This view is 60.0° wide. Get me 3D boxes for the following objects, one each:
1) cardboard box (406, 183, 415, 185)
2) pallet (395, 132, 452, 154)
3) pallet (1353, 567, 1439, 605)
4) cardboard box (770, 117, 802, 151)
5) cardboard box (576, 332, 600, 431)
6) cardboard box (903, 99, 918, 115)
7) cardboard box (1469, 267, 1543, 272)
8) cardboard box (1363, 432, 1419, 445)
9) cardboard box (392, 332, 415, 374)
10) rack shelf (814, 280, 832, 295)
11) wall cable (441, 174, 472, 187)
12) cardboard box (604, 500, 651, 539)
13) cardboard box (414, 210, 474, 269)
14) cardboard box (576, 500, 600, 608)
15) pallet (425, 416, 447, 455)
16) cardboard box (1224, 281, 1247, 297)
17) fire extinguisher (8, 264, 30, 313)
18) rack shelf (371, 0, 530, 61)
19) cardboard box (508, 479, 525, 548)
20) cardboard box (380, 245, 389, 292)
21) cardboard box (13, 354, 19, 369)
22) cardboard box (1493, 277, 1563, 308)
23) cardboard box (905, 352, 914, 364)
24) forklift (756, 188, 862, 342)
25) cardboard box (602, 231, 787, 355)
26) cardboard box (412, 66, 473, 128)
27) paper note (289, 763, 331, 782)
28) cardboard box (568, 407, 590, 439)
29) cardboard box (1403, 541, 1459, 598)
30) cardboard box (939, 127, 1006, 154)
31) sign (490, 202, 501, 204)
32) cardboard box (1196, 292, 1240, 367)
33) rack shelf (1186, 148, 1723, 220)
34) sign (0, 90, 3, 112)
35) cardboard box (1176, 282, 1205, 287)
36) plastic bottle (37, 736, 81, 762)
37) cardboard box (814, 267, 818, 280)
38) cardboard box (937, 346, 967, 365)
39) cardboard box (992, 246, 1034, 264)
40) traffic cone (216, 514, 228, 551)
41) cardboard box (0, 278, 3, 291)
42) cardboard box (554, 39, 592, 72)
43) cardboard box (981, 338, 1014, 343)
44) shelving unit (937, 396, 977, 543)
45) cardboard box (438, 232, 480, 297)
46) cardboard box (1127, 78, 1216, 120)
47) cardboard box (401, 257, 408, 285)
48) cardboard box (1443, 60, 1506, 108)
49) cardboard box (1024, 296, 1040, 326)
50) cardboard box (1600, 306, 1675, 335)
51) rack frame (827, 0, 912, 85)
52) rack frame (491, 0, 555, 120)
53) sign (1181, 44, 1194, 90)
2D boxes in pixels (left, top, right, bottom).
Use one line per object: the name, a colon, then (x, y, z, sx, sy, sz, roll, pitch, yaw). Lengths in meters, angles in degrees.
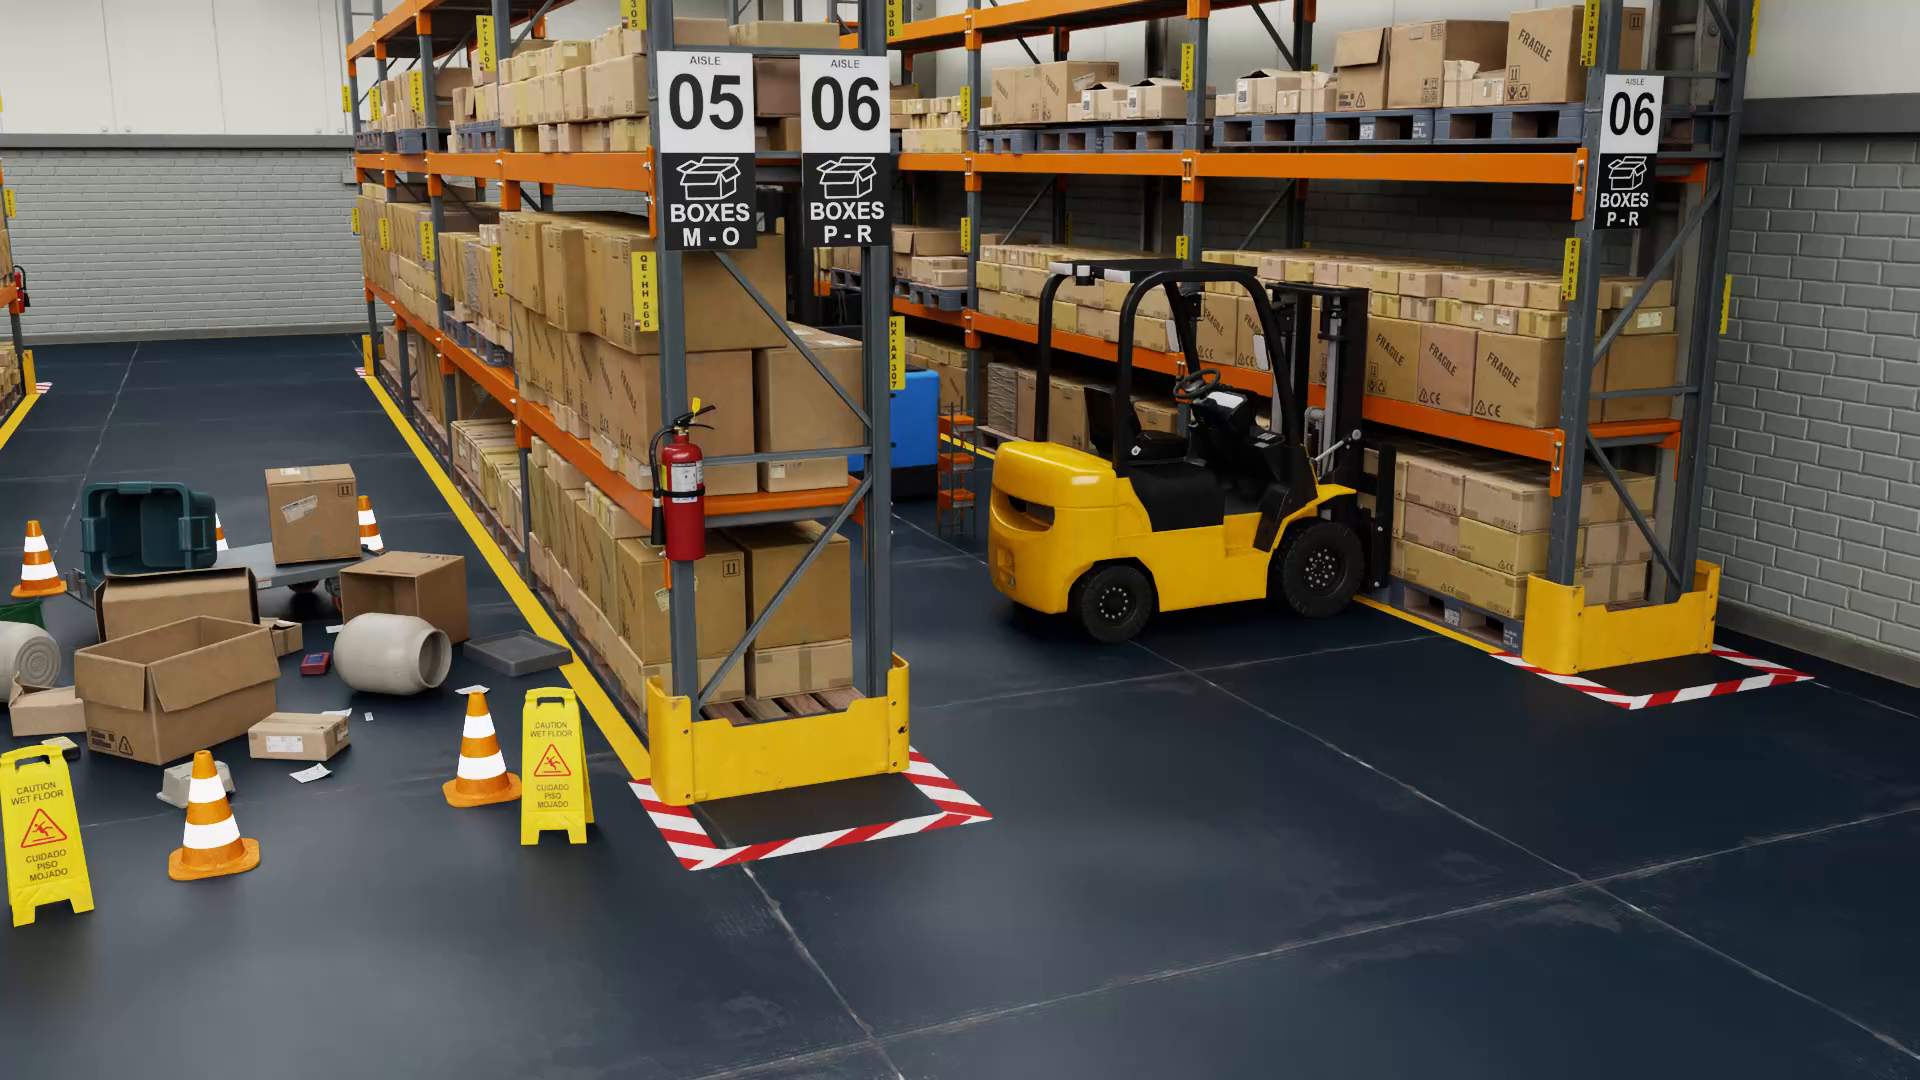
cardboard box: (-6.748, -4.410, 20.894, 0.380, 0.149, 0.250, -5, 14, -22)
pallet: (-4.752, -3.740, 15.643, 1.003, 0.211, 1.213, -5, 14, -20)
pallet: (2.927, 0.145, 11.276, 1.003, 0.211, 1.213, -6, 14, -23)
cardboard box: (-0.625, -1.796, 7.380, 0.380, 0.149, 0.250, -6, 14, -23)
cardboard box: (-1.653, -0.847, 8.496, 0.500, 0.500, 0.500, -6, 14, -23)
cardboard box: (-0.376, -4.500, 17.299, 0.380, 0.149, 0.250, -6, 14, -23)
cardboard box: (3.411, -1.621, 10.402, 0.380, 0.149, 0.250, -5, 14, -21)
cardboard box: (2.669, -0.541, 11.003, 0.500, 0.250, 0.500, -6, 14, -24)
cardboard box: (-6.469, -2.305, 20.428, 0.875, 0.438, 0.875, -5, 14, -21)
rack shelf: (-1.851, -3.350, 21.786, 1.077, 0.370, 4.000, -6, 14, -23)
wall cable: (-8.184, -5.453, 27.024, 0.588, 1.984, 0.122, -6, 14, -23)
cardboard box: (-1.558, -0.117, 8.287, 0.380, 0.149, 0.250, -5, 14, -21)
cardboard box: (-4.654, -2.736, 15.099, 0.500, 0.500, 0.500, -5, 14, -22)
cardboard box: (-1.757, 0.057, 8.977, 0.500, 0.500, 0.500, -6, 14, -24)
pallet: (-4.726, -1.074, 16.544, 1.003, 0.211, 1.213, -6, 14, -23)
cardboard box: (2.146, -1.856, 12.076, 0.380, 0.149, 0.250, -5, 14, -22)
fire extinguisher: (-11.372, -3.071, 19.984, 0.296, 0.674, 0.183, -6, 14, -23)
rack shelf: (-4.795, -4.802, 15.644, 1.077, 0.370, 4.000, -6, 14, -23)
cardboard box: (-2.604, -0.218, 11.554, 0.950, 0.372, 0.625, -5, 14, -22)
cardboard box: (-6.228, -3.065, 18.740, 0.500, 0.500, 0.500, -6, 14, -24)
cardboard box: (-11.221, -2.074, 19.409, 0.380, 0.149, 0.250, -6, 14, -24)
cardboard box: (3.293, -1.421, 9.536, 0.380, 0.149, 0.250, -6, 14, -23)
cardboard box: (-0.442, -1.833, 18.251, 0.500, 0.500, 0.500, -6, 14, -25)
forklift: (-1.240, -2.010, 14.556, 1.121, 2.935, 3.031, -6, 14, -25)
cardboard box: (-1.194, -1.125, 7.481, 0.700, 0.500, 0.500, -6, 14, -24)
cardboard box: (-4.284, -3.792, 14.289, 0.797, 0.503, 0.637, -7, 15, -26)
paper note: (-2.992, 1.072, 7.669, 0.148, 0.019, 0.142, -12, 18, -42)
cardboard box: (-1.929, -0.654, 9.101, 0.380, 0.149, 0.250, -6, 14, -23)
cardboard box: (3.089, 0.155, 10.214, 0.500, 0.250, 0.500, -6, 14, -23)
cardboard box: (0.124, -3.933, 16.391, 0.500, 0.250, 0.500, -6, 14, -25)
sign: (-7.630, -5.427, 27.334, 0.339, 0.242, 0.001, -6, 14, -23)
cardboard box: (2.093, -1.568, 12.269, 0.500, 0.500, 0.500, -6, 14, -25)
rack shelf: (2.956, -2.332, 10.736, 1.077, 0.370, 4.000, -6, 14, -23)
sign: (-11.177, -5.135, 19.289, 0.100, 0.325, 0.005, -6, 14, -23)
cardboard box: (1.814, -2.050, 12.913, 0.380, 0.149, 0.250, -5, 14, -21)
plastic bottle: (-4.314, 0.994, 7.941, 0.133, 0.061, 0.283, -12, 18, -42)
cardboard box: (-1.660, -3.311, 20.581, 0.380, 0.149, 0.250, -5, 14, -22)
cardboard box: (-0.015, -1.896, 17.084, 0.380, 0.149, 0.250, -6, 15, -26)
cardboard box: (0.518, -2.678, 15.628, 0.380, 0.149, 0.250, -5, 14, -22)
traffic cone: (-5.204, -0.049, 11.553, 0.336, 0.463, 0.334, -6, 14, -23)
cardboard box: (-11.001, -2.876, 18.703, 0.380, 0.149, 0.250, -5, 14, -21)
cardboard box: (-1.841, -2.443, 8.410, 0.380, 0.149, 0.250, -5, 14, -22)
cardboard box: (0.350, -2.065, 17.815, 0.380, 0.149, 0.250, -6, 14, -26)
shelving unit: (-0.021, -0.523, 12.299, 0.215, 1.050, 0.252, -6, 14, -23)
cardboard box: (-4.026, -2.296, 13.825, 0.500, 0.500, 0.500, -6, 14, -25)
cardboard box: (-0.210, -3.006, 17.417, 0.818, 3.161, 9.788, -6, 14, -25)
cardboard box: (-5.266, -2.680, 16.522, 0.500, 0.250, 0.500, -5, 14, -22)
cardboard box: (3.045, -2.653, 9.674, 0.396, 0.266, 0.258, -6, 14, -23)
cardboard box: (0.916, -2.064, 14.967, 0.500, 0.250, 0.500, -6, 14, -25)
cardboard box: (3.859, -1.266, 9.528, 0.380, 0.149, 0.250, -6, 14, -24)
rack frame: (-1.050, -6.210, 19.244, 1.000, 3.000, 0.127, -6, 14, -23)
rack frame: (-2.392, -4.108, 10.162, 1.000, 3.000, 0.127, -6, 14, -23)
sign: (1.661, -3.450, 12.126, 0.100, 0.325, 0.005, -6, 14, -23)
